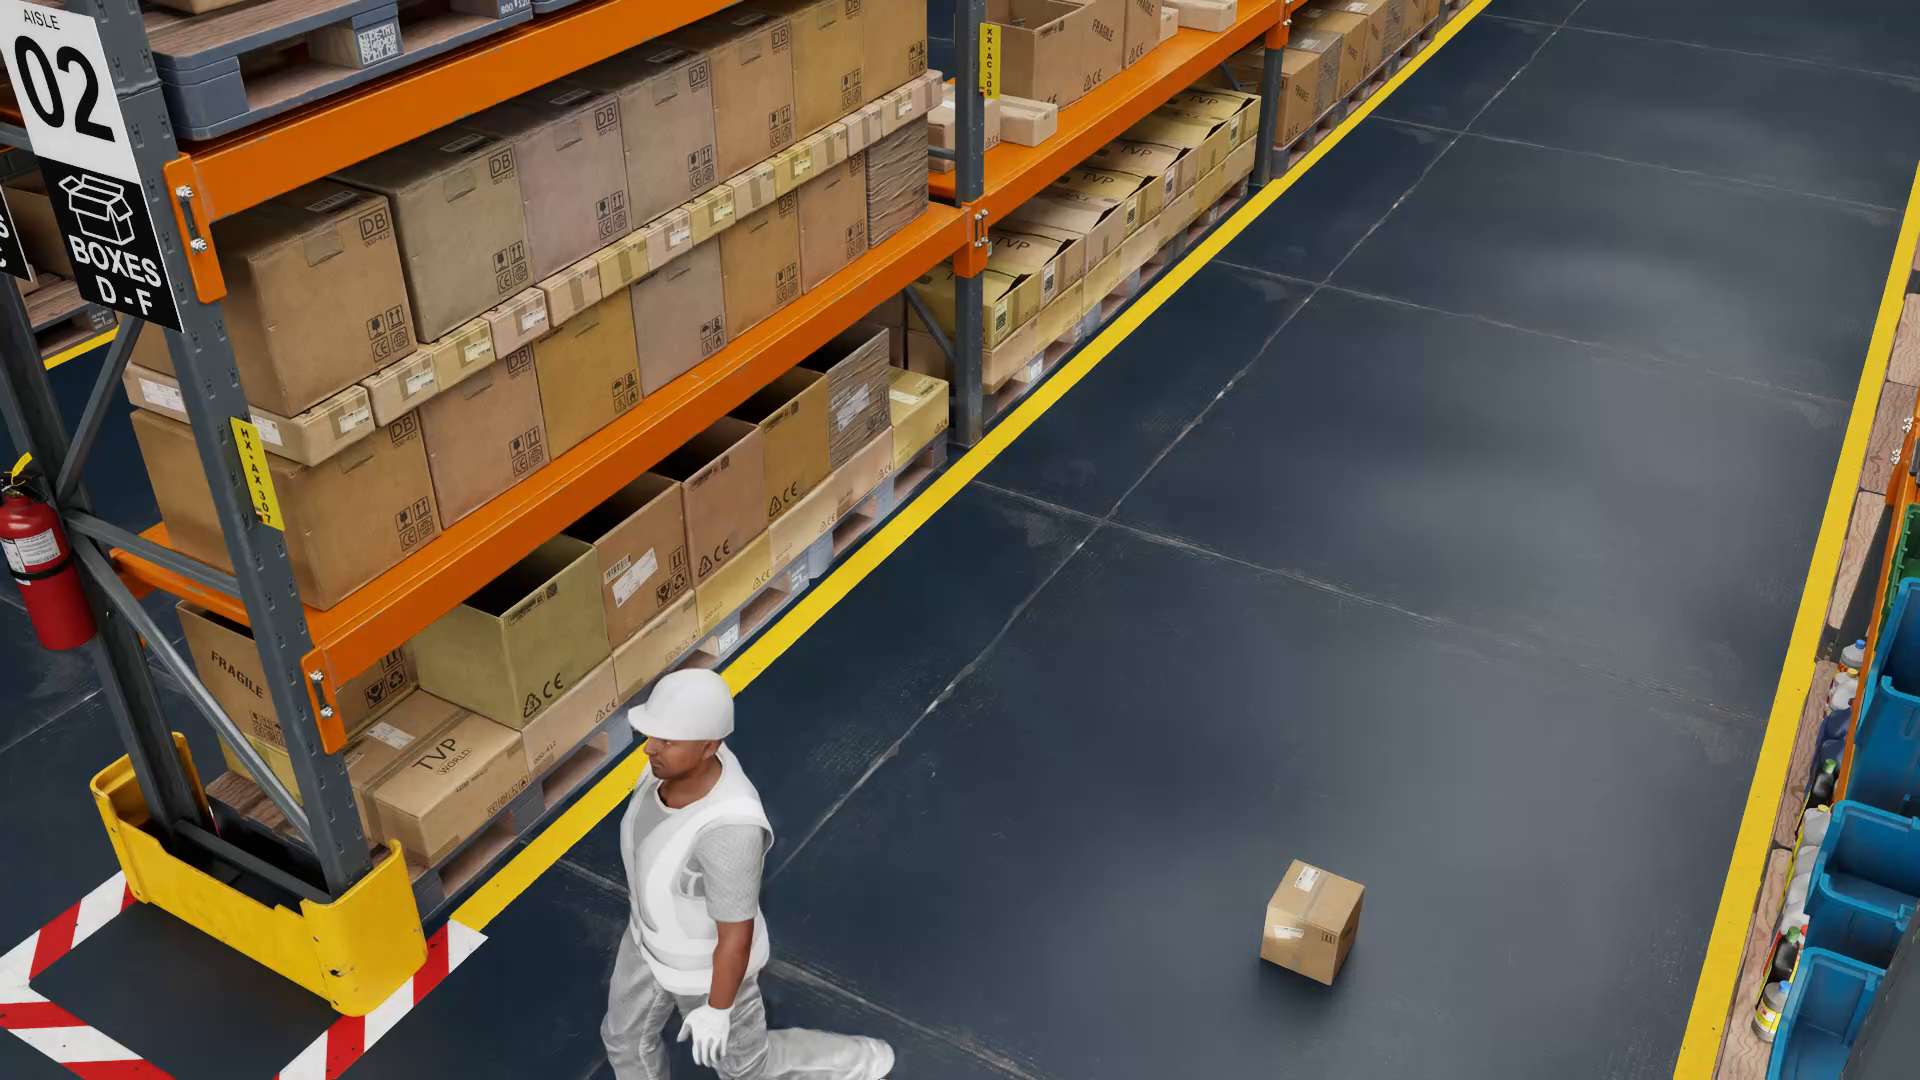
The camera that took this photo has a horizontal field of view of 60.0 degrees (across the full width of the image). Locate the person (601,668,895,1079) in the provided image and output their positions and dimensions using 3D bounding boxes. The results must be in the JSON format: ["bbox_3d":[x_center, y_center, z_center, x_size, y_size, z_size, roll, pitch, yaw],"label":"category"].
[{"bbox_3d":[-0.678,1.080,4.514,0.976,1.745,0.587,-18,38,-25],"label":"person"}]
